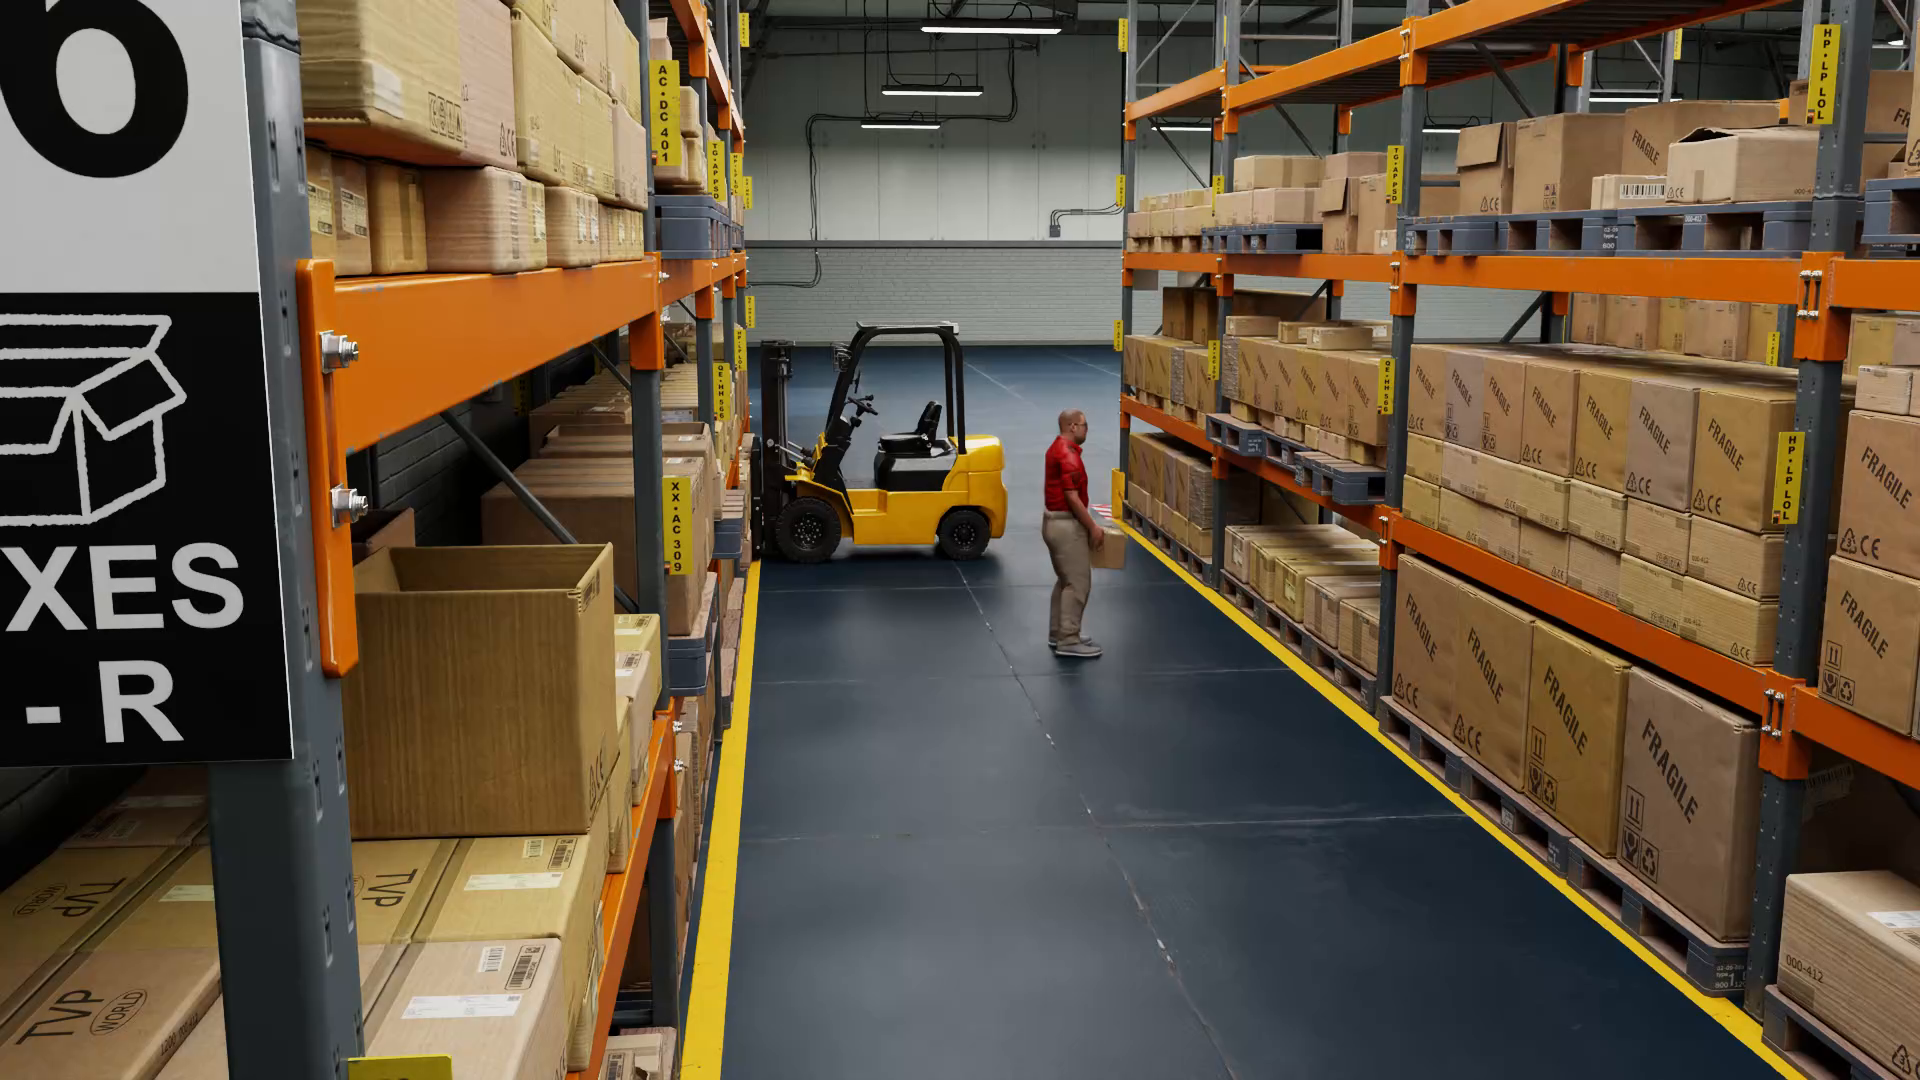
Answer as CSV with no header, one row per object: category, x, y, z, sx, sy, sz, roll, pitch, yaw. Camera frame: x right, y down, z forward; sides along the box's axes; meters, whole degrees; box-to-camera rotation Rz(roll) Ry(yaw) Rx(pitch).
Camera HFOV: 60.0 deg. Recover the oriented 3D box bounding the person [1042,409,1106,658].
person,0.799,-0.064,11.790,0.417,1.733,0.542,-1,10,-7
